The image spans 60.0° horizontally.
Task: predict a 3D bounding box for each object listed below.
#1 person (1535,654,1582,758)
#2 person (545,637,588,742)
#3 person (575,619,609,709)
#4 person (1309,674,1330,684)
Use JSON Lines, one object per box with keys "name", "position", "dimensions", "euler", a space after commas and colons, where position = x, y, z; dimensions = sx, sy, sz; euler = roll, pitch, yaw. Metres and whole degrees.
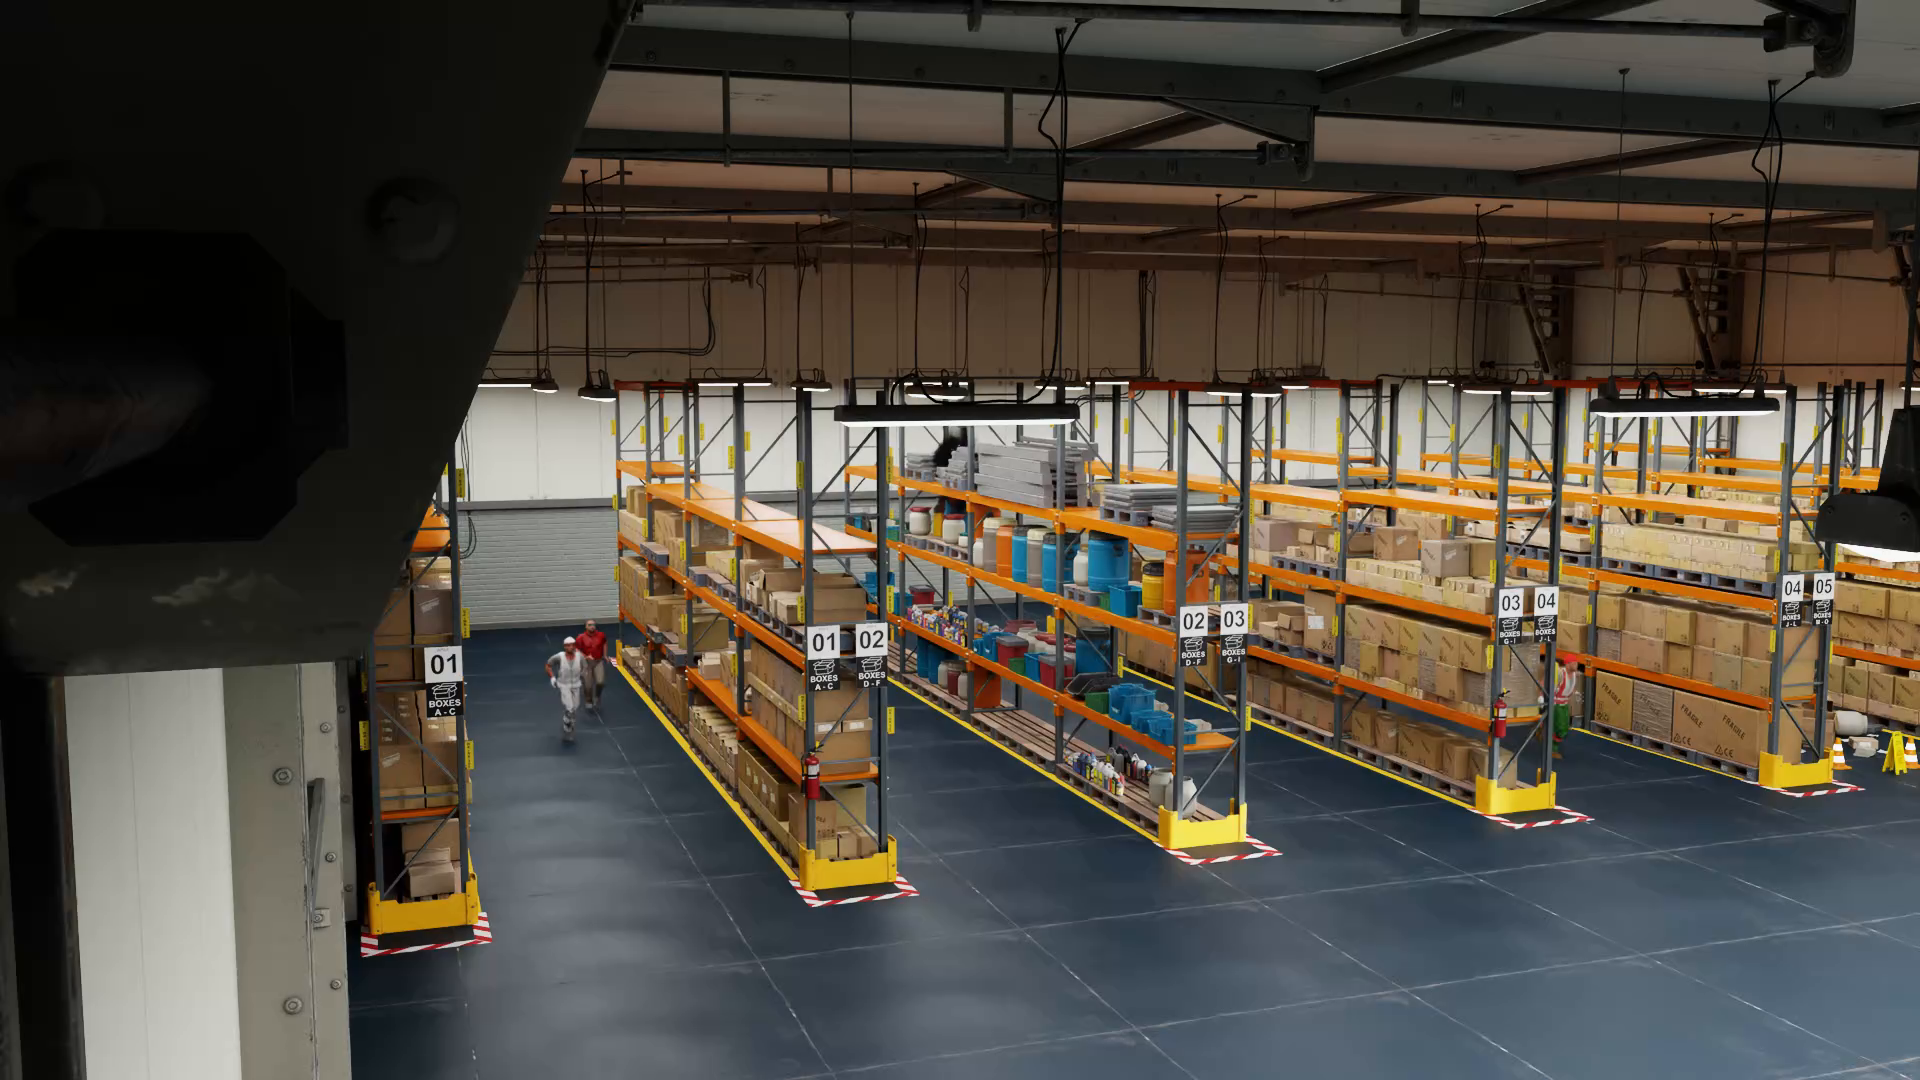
{"name": "person", "position": [9.659, 2.658, 26.889], "dimensions": [0.653, 1.711, 0.768], "euler": [-5, 8, -37]}
{"name": "person", "position": [-6.563, 2.511, 27.912], "dimensions": [0.656, 1.793, 0.768], "euler": [-4, 7, -30]}
{"name": "person", "position": [-6.701, 2.276, 30.363], "dimensions": [0.642, 1.681, 0.729], "euler": [-3, 7, -24]}
{"name": "person", "position": [7.272, 2.059, 33.316], "dimensions": [0.616, 1.605, 0.945], "euler": [-2, 6, -14]}
